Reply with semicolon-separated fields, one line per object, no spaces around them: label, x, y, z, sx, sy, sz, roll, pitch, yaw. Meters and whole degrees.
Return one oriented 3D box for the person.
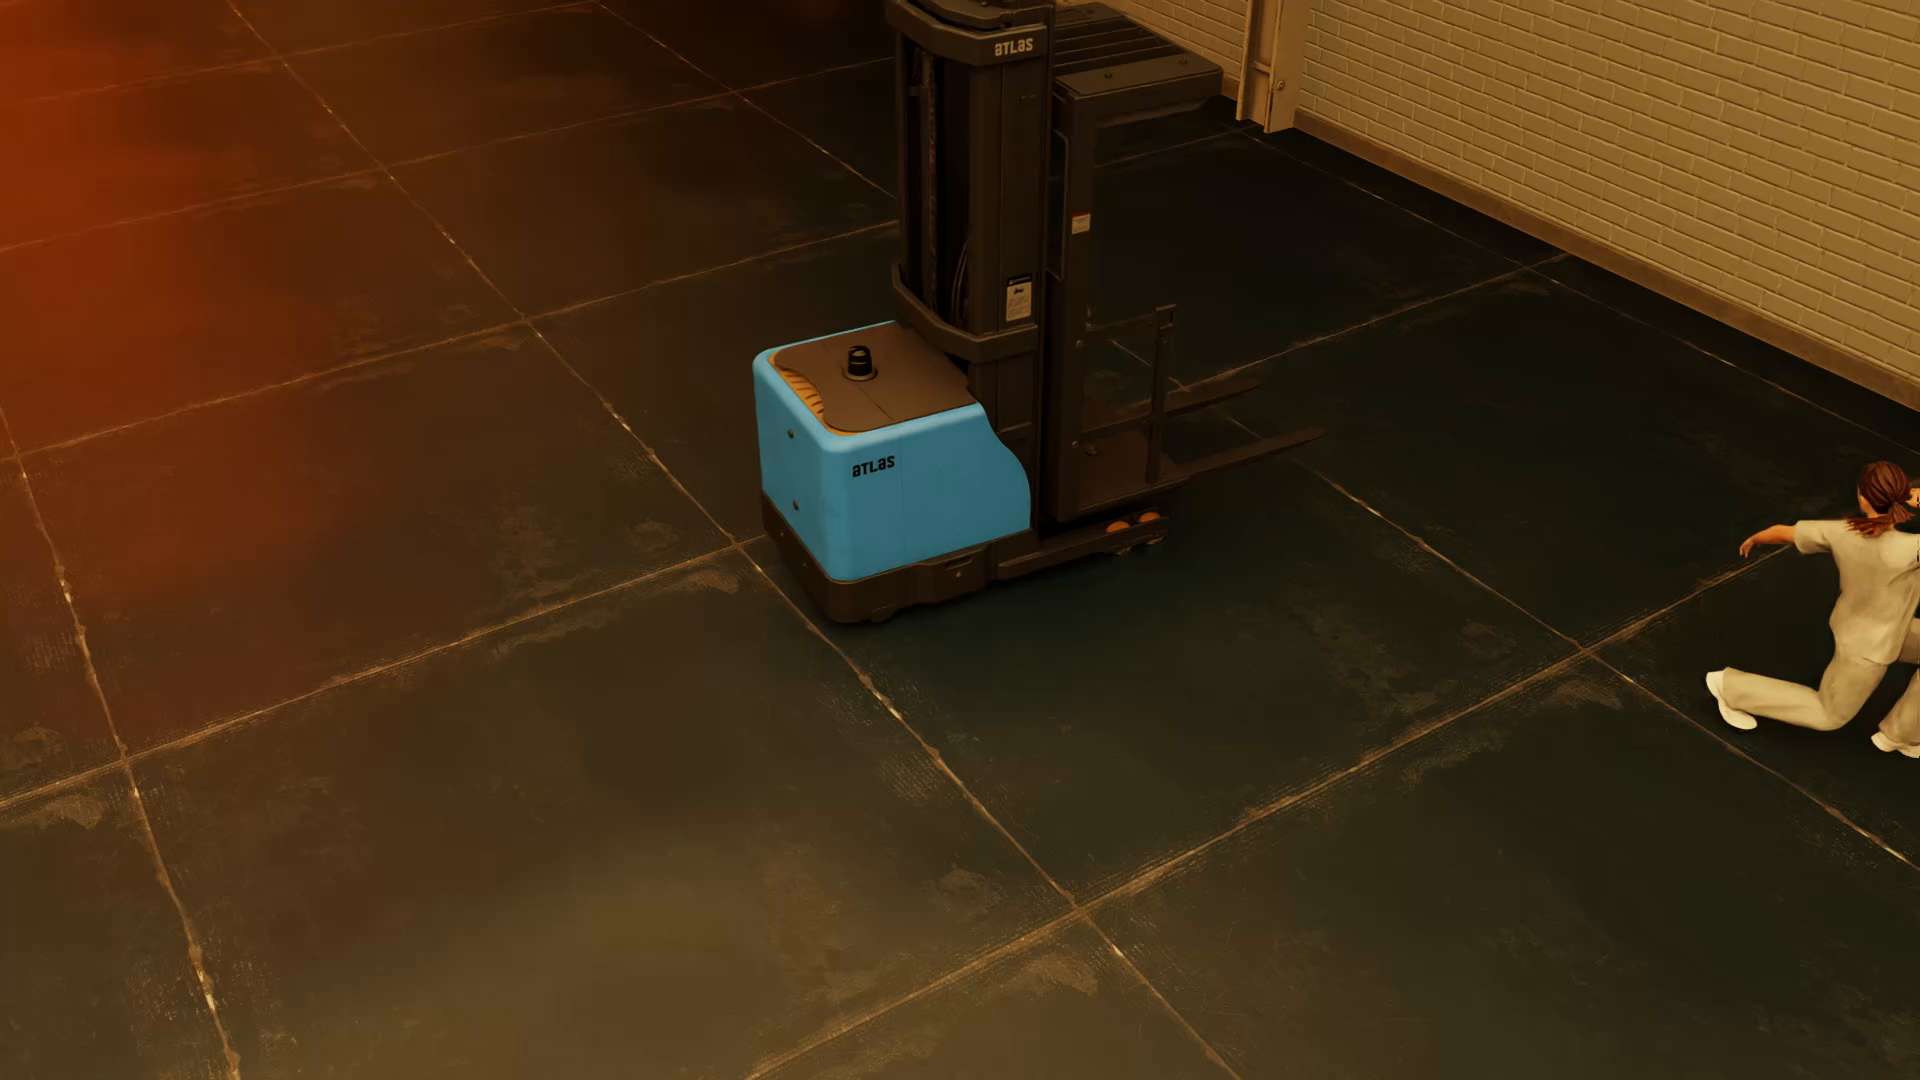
person;3.837;0.239;7.161;0.969;1.406;0.749;3;35;4

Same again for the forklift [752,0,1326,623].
forklift;0.518;-1.382;8.114;3.031;2.935;1.130;-16;38;-22
